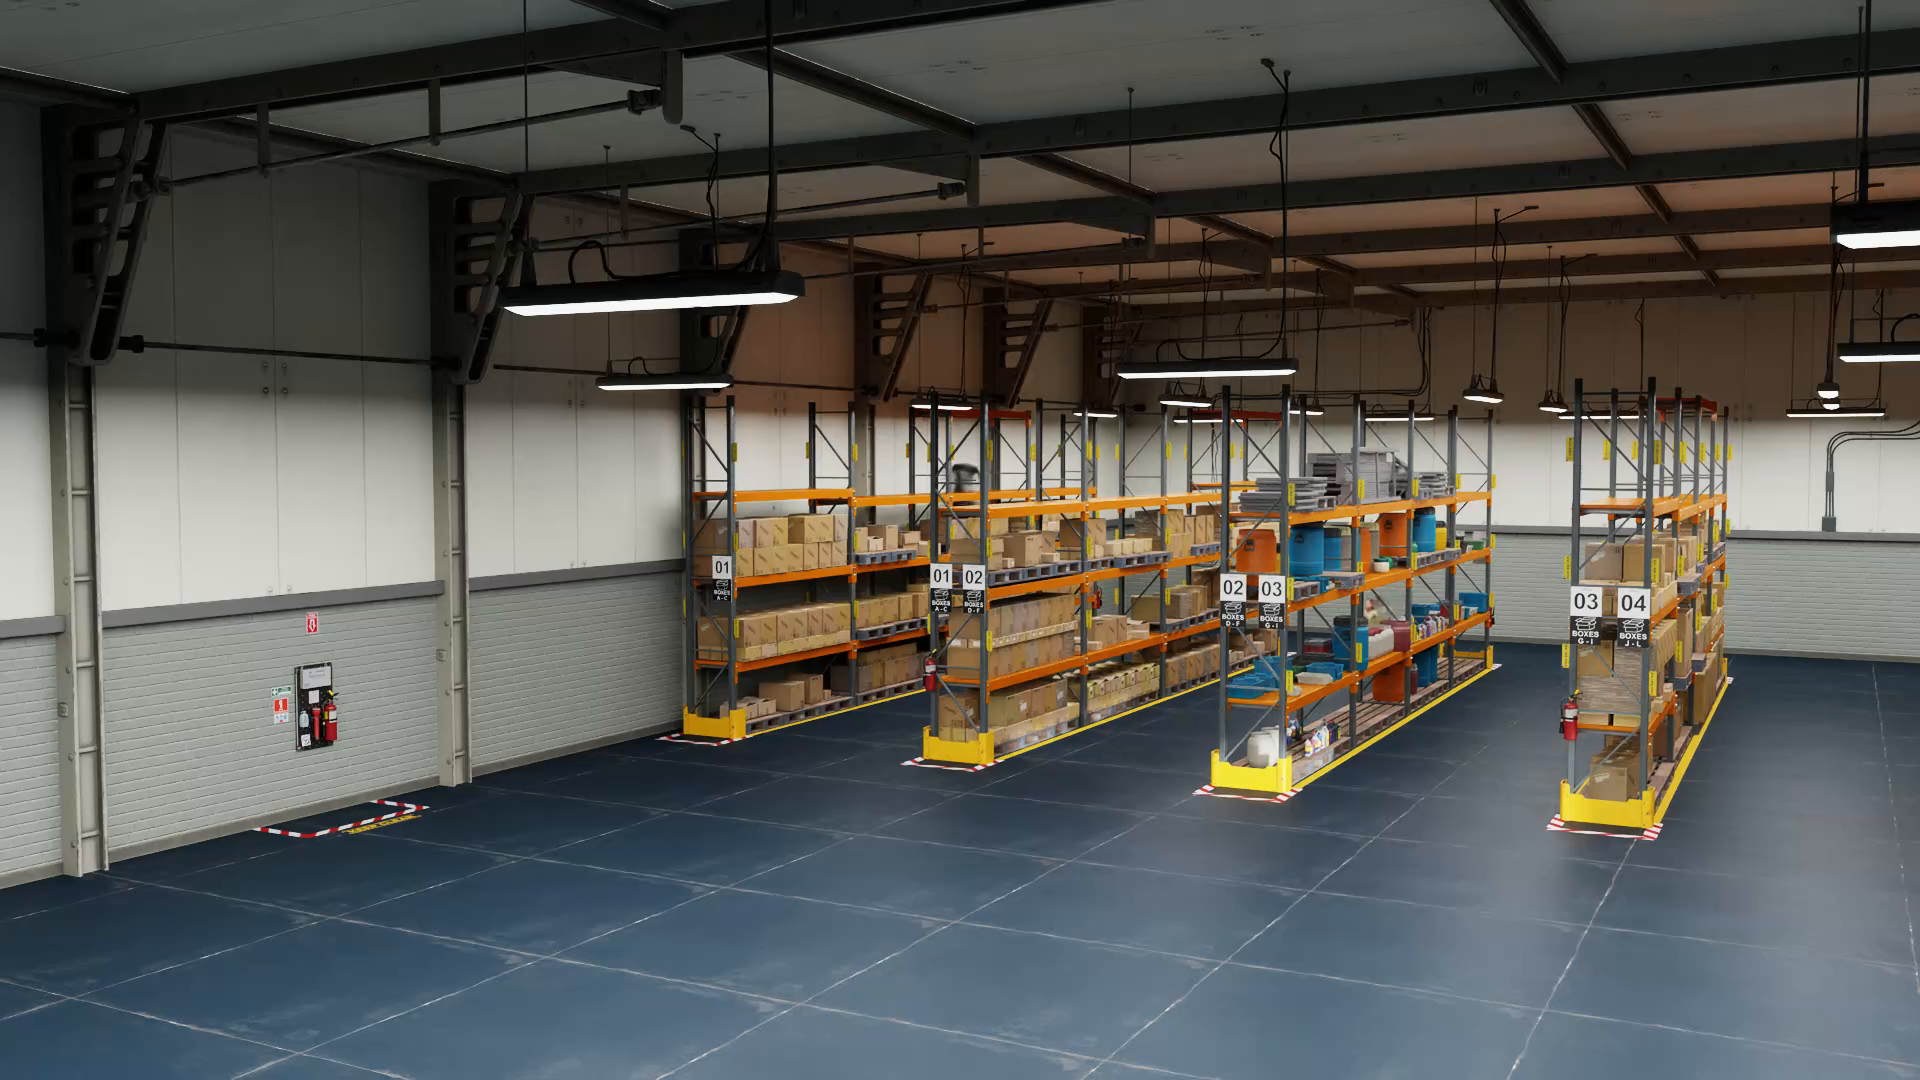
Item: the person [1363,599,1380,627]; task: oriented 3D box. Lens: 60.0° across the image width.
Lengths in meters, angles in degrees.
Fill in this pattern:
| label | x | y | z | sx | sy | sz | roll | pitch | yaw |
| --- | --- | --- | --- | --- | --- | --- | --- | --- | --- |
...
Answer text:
| label | x | y | z | sx | sy | sz | roll | pitch | yaw |
| --- | --- | --- | --- | --- | --- | --- | --- | --- | --- |
| person | 9.323 | 2.174 | 37.864 | 0.541 | 1.679 | 0.674 | 2 | 4 | 35 |
